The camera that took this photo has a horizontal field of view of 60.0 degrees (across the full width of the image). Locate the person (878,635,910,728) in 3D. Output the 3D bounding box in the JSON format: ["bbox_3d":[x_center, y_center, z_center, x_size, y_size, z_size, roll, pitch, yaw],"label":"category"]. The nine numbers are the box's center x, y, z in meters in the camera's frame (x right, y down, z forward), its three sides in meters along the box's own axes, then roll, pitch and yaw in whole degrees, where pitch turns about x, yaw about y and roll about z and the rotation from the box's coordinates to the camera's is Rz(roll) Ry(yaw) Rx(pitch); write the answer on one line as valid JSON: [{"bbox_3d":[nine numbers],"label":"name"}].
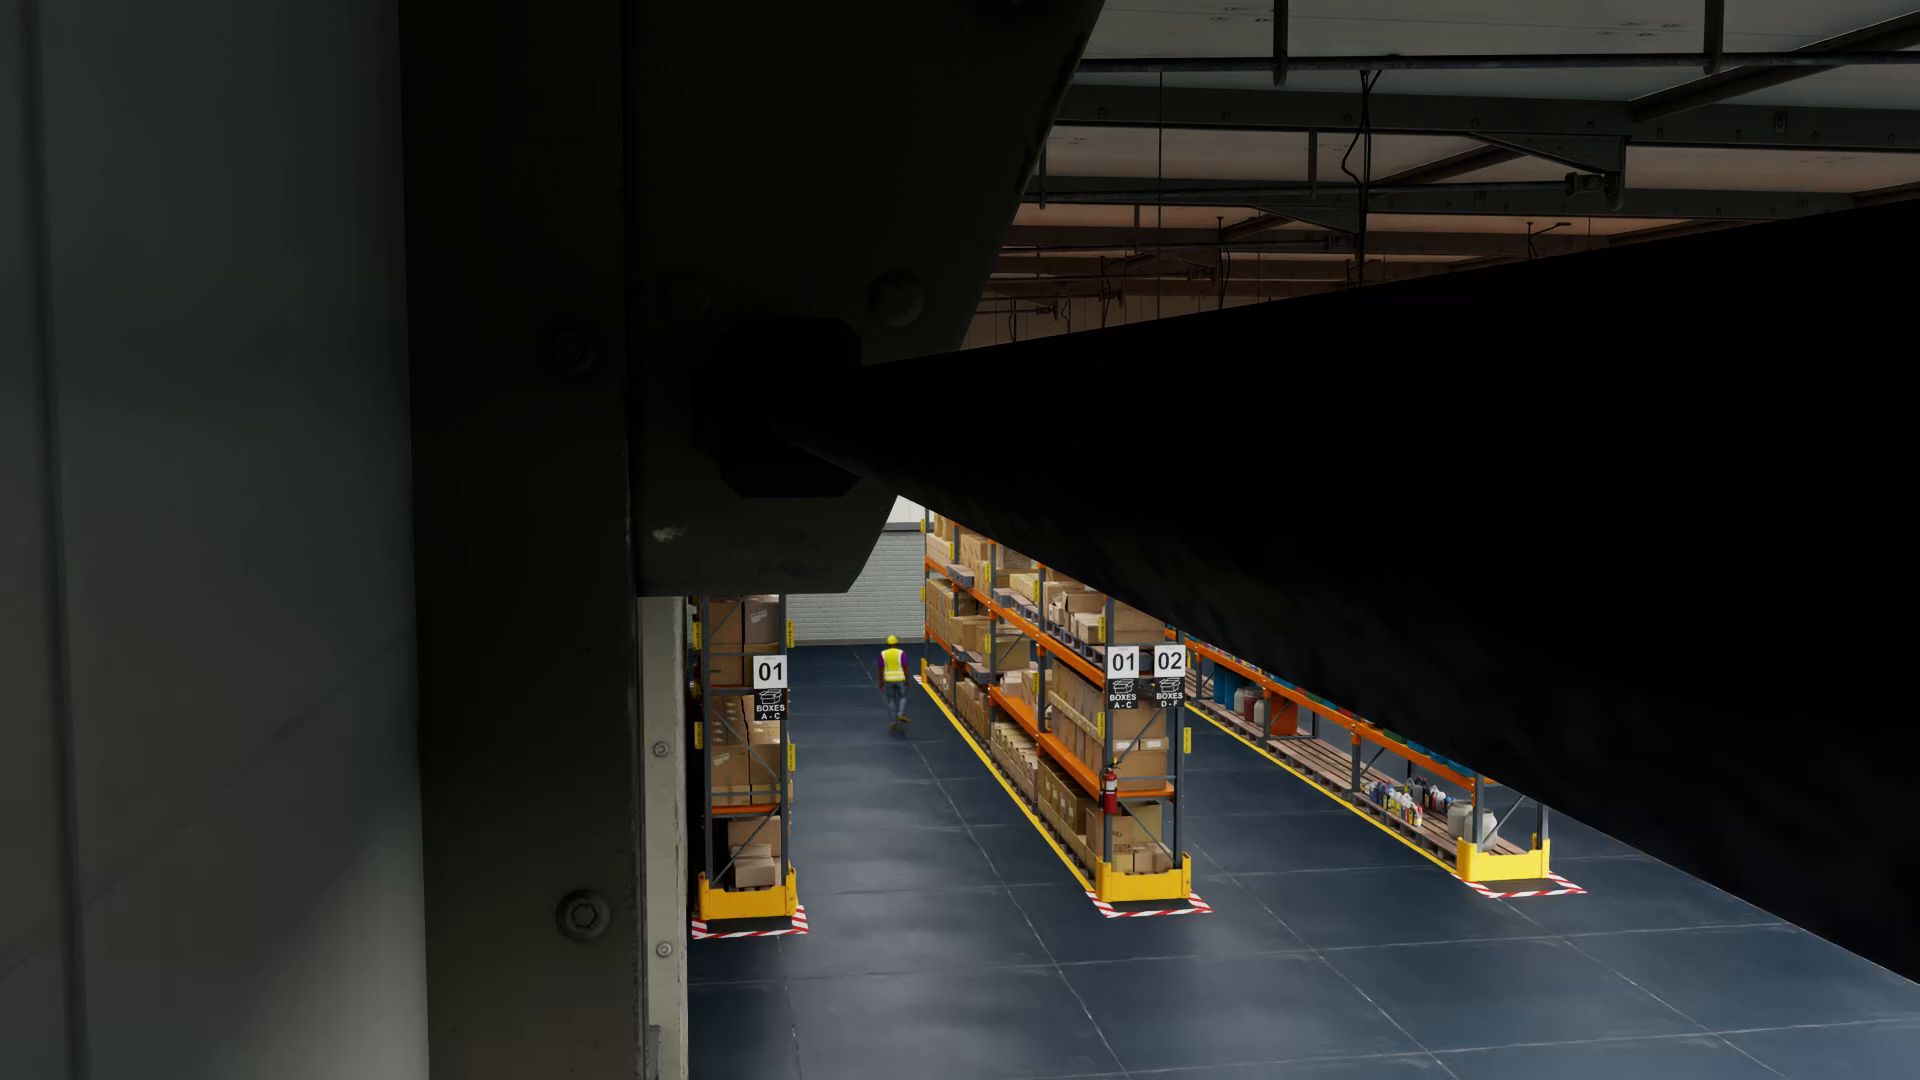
[{"bbox_3d":[-1.253,2.676,31.528,0.599,1.752,0.471,0,5,1],"label":"person"}]
